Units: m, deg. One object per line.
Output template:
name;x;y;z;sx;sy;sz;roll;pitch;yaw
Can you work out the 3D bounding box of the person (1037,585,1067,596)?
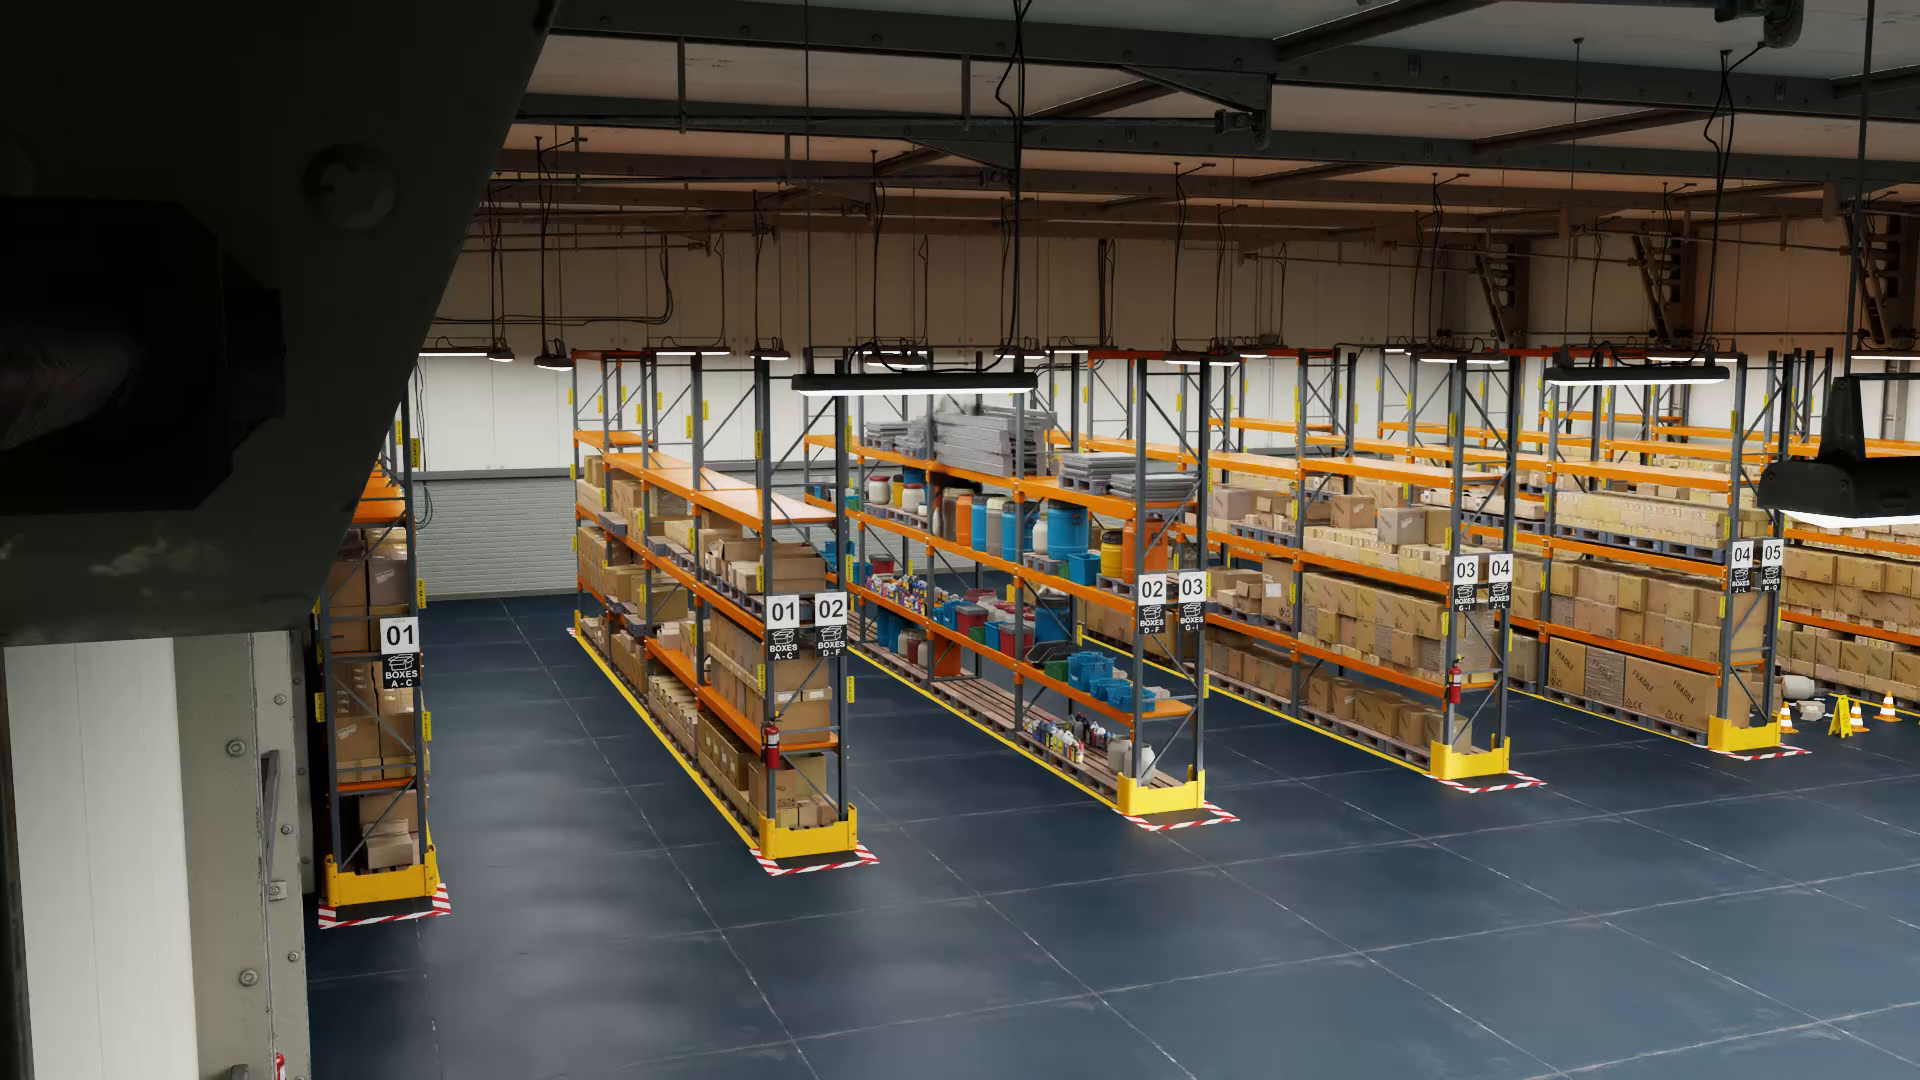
person;1.768;1.361;31.169;0.531;1.614;0.823;-4;8;-29
